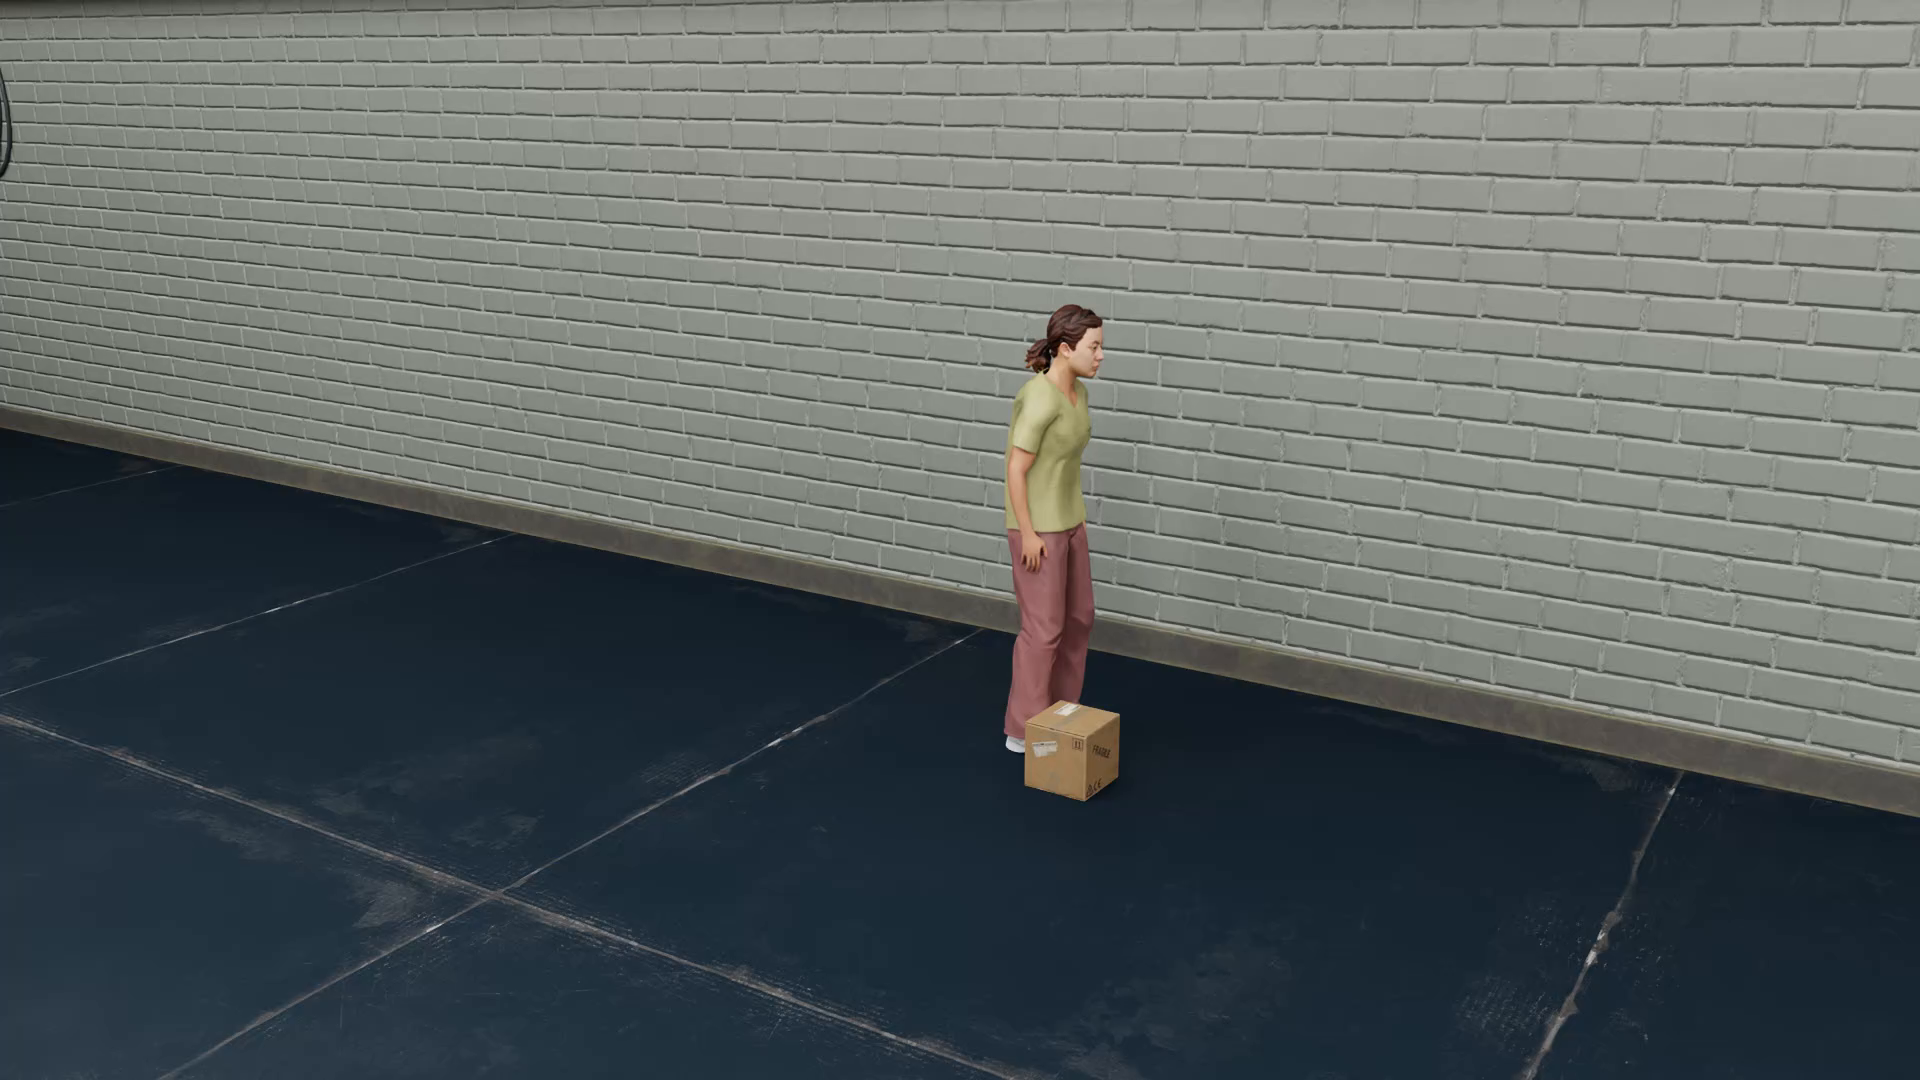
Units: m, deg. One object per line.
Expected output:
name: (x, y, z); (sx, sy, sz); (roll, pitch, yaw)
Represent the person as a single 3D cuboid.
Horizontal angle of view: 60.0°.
person: (0.355, -0.036, 6.164); (0.363, 1.671, 0.511); (9, 18, 27)
